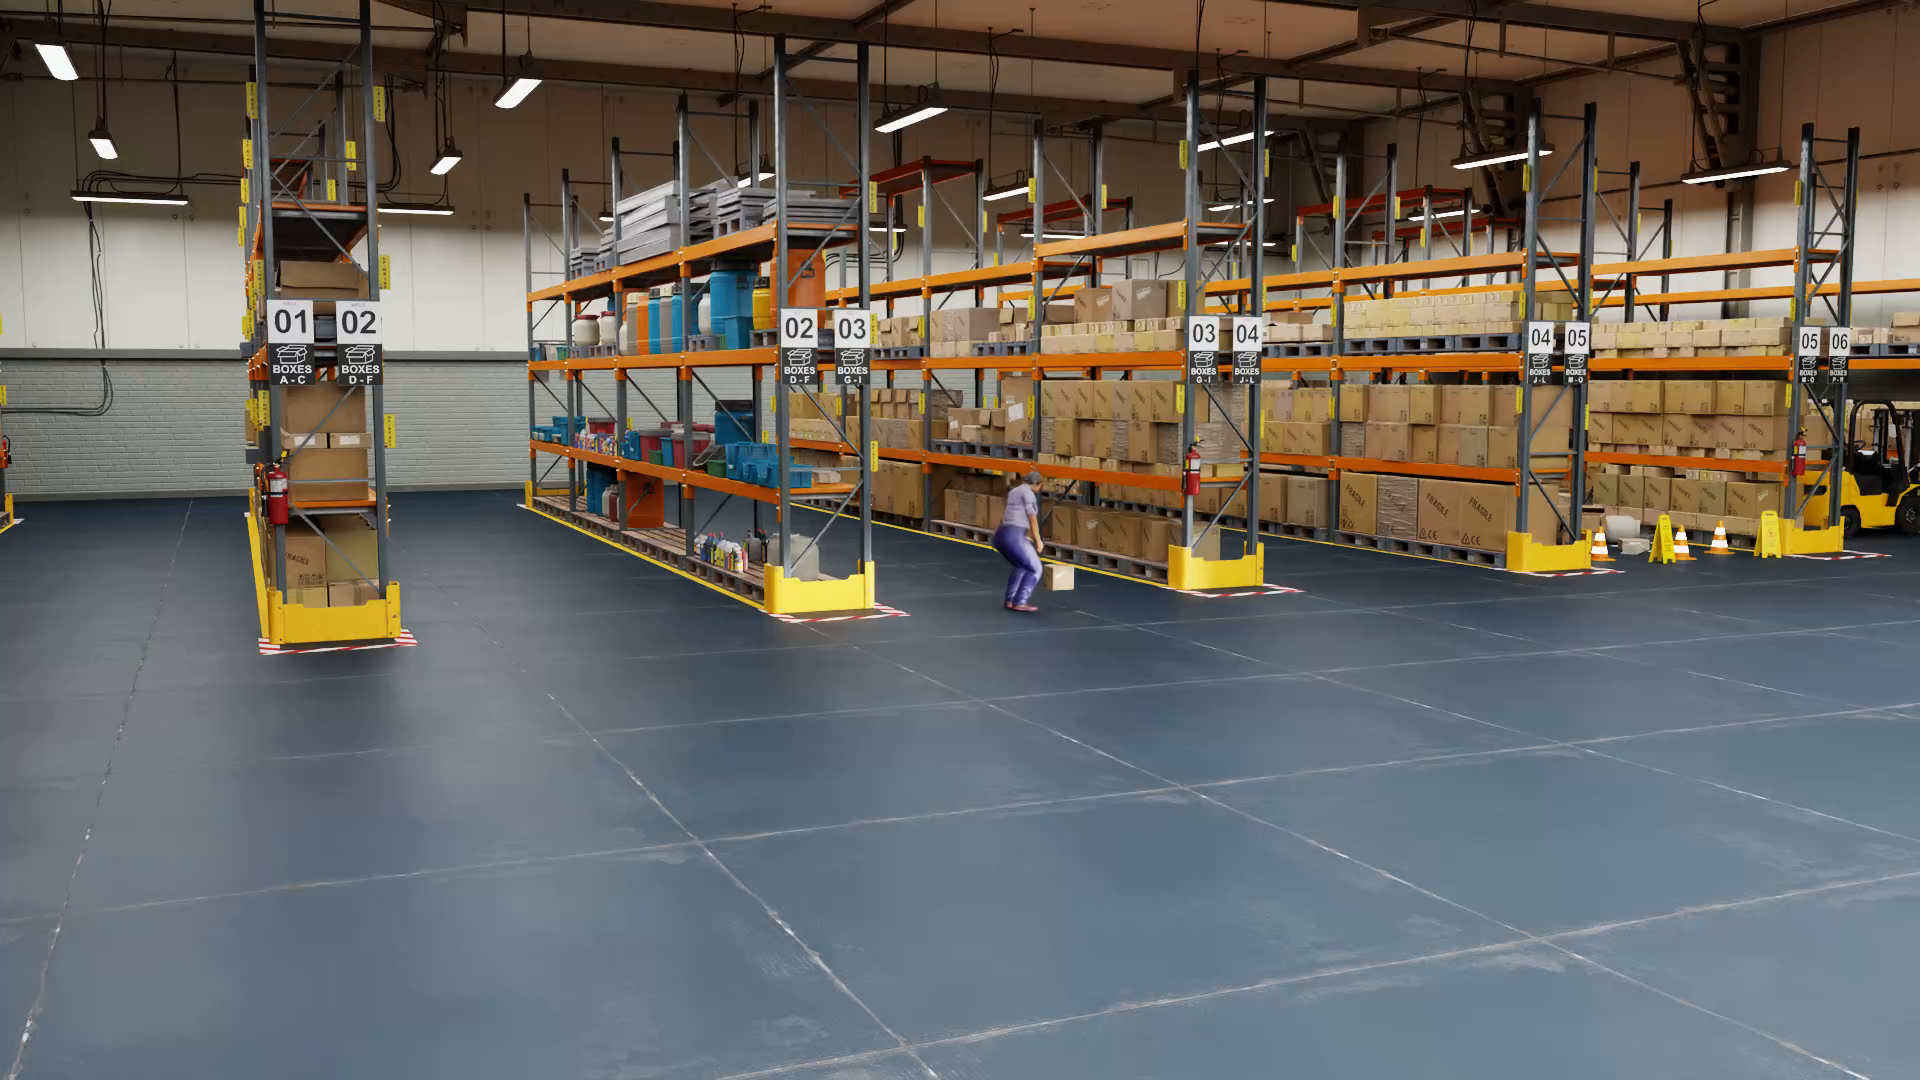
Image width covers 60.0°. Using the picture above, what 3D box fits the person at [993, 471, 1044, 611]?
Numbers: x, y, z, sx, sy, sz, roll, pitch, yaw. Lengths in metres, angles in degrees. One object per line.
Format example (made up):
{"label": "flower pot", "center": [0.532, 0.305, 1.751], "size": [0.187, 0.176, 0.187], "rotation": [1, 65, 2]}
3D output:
{"label": "person", "center": [0.635, 0.015, 17.881], "size": [0.551, 1.478, 0.525], "rotation": [-2, 6, -23]}
